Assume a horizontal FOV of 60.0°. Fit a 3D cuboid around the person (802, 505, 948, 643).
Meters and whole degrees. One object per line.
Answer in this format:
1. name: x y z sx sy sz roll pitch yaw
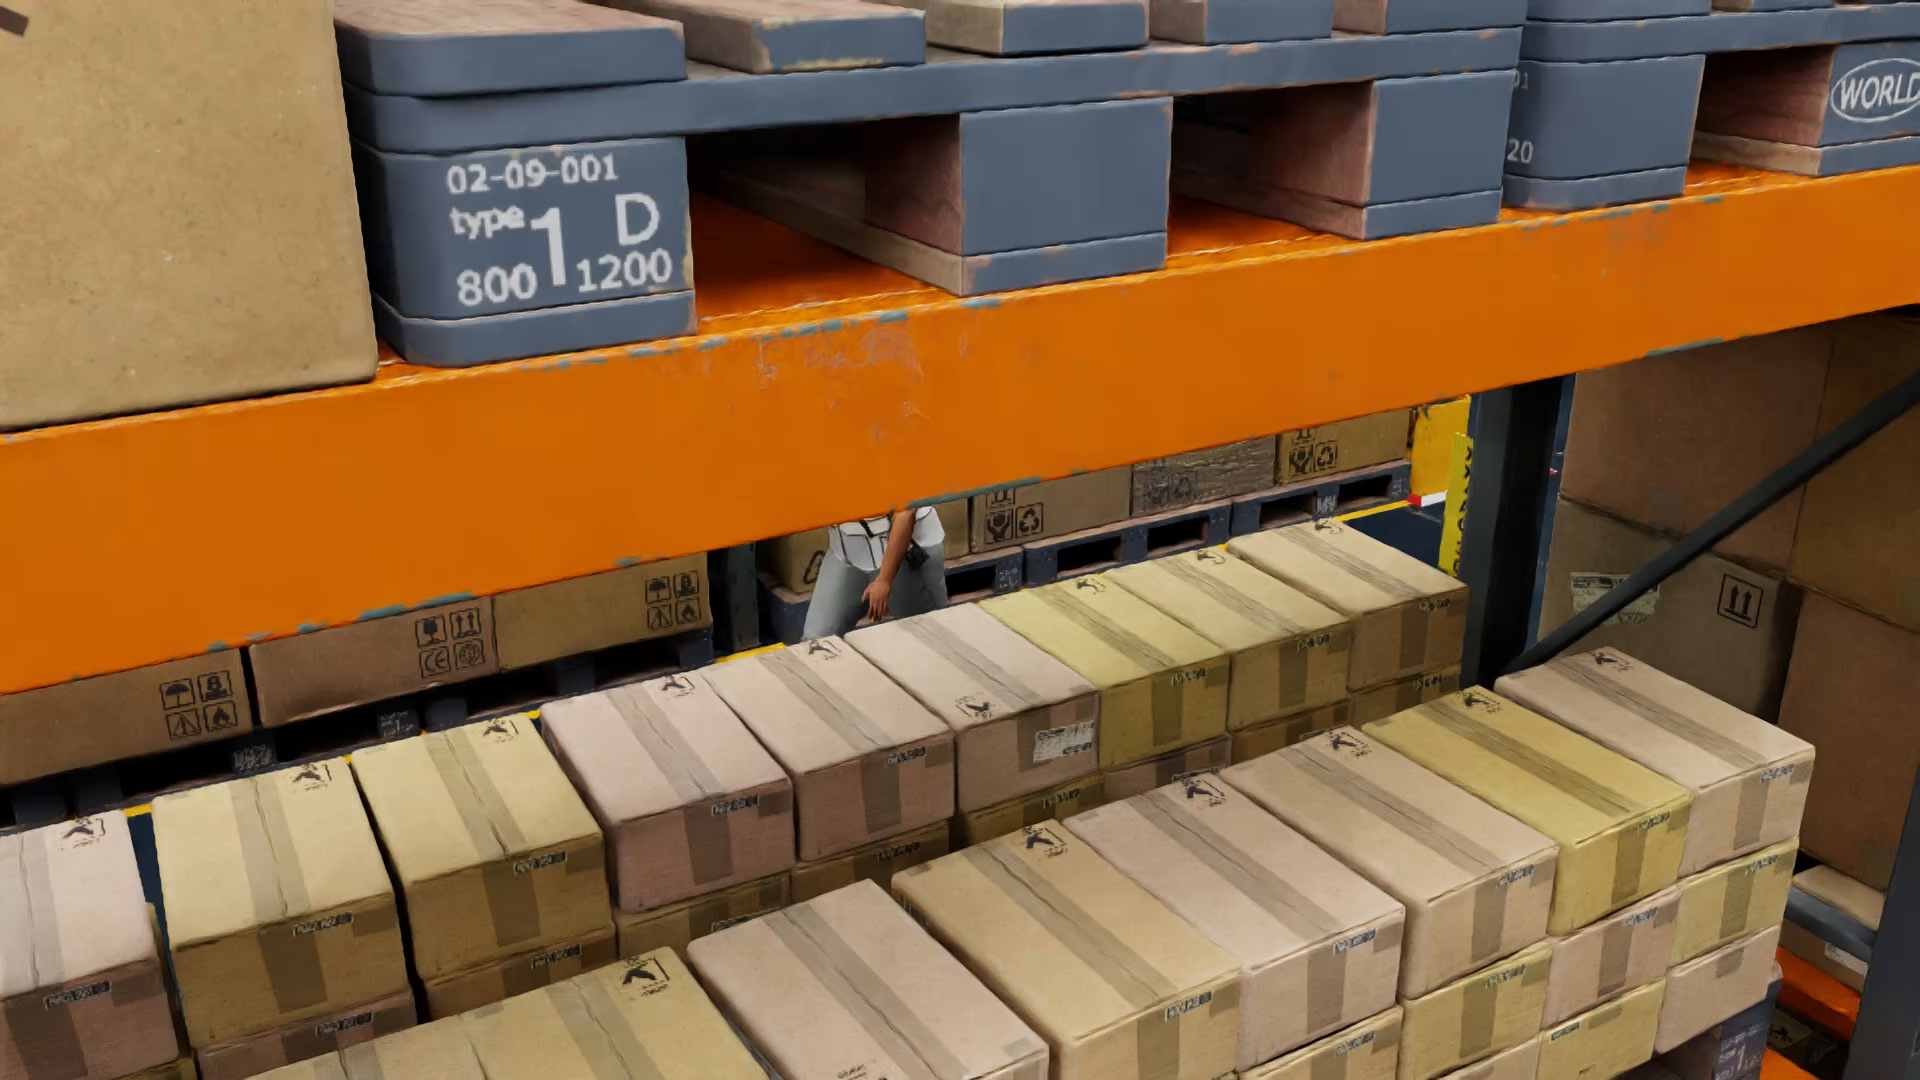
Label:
1. person: -0.324 0.055 5.968 0.940 1.606 0.496 -17 27 -35
